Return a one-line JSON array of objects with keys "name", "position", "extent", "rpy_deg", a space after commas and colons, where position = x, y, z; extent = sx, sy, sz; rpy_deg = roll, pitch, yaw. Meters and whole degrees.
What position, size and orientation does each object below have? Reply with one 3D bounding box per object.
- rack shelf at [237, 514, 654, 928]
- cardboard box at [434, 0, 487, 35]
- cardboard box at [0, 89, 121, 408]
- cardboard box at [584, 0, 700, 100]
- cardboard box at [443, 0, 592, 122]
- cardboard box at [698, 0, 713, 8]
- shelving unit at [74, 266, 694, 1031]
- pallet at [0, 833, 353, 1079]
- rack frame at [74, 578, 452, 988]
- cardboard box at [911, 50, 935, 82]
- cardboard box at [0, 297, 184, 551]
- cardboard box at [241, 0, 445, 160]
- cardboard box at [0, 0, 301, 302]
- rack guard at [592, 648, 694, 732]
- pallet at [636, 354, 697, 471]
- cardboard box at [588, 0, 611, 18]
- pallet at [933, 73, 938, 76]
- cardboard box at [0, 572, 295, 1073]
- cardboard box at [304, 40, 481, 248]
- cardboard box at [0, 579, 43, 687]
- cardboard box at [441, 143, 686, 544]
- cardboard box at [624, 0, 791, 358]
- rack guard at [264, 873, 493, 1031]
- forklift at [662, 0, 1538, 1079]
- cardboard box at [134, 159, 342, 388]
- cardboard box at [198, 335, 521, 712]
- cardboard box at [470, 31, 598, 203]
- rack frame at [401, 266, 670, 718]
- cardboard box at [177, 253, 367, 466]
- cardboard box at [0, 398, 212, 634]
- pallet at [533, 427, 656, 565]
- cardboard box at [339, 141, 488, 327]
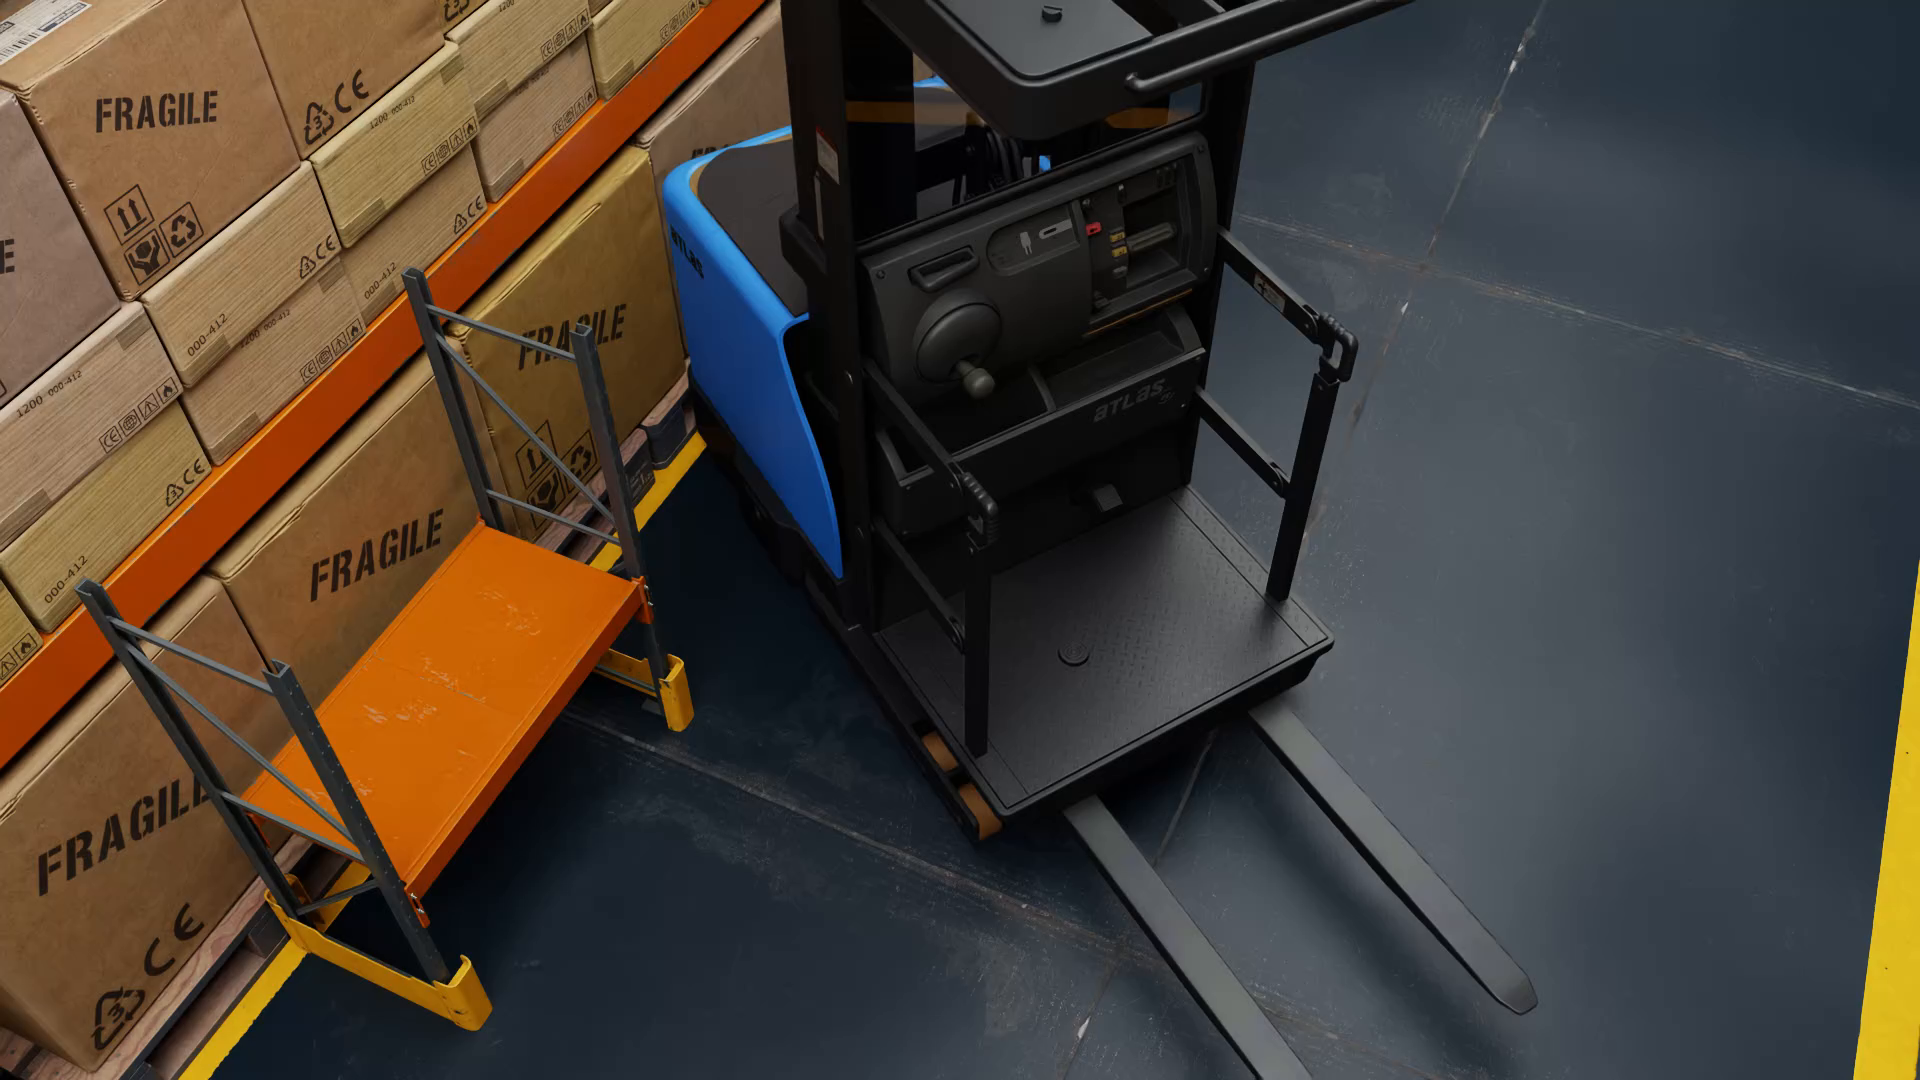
[{"name": "rack shelf", "position": [-1.260, 0.415, 4.148], "extent": [0.538, 0.185, 1.000], "rpy_deg": [20, 52, 16]}, {"name": "cardboard box", "position": [-1.318, -1.590, 3.911], "extent": [0.500, 0.500, 0.500], "rpy_deg": [21, 53, 17]}, {"name": "cardboard box", "position": [-1.979, -0.531, 3.010], "extent": [0.500, 0.500, 0.500], "rpy_deg": [20, 52, 16]}, {"name": "cardboard box", "position": [-1.088, -1.534, 4.684], "extent": [0.500, 0.250, 0.500], "rpy_deg": [19, 52, 16]}, {"name": "cardboard box", "position": [-1.296, -1.349, 4.199], "extent": [0.500, 0.250, 0.500], "rpy_deg": [21, 53, 17]}, {"name": "cardboard box", "position": [-0.869, -1.884, 4.982], "extent": [0.500, 0.250, 0.500], "rpy_deg": [19, 52, 15]}, {"name": "shelving unit", "position": [-1.256, 0.292, 4.017], "extent": [0.587, 1.500, 1.083], "rpy_deg": [20, 52, 16]}, {"name": "pallet", "position": [-2.209, 0.816, 4.417], "extent": [1.003, 0.211, 1.213], "rpy_deg": [20, 52, 16]}, {"name": "rack frame", "position": [-1.475, 0.649, 3.713], "extent": [0.500, 1.500, 0.032], "rpy_deg": [20, 52, 16]}, {"name": "cardboard box", "position": [-0.540, -2.027, 6.412], "extent": [0.875, 0.438, 0.875], "rpy_deg": [19, 52, 16]}, {"name": "cardboard box", "position": [-1.953, -0.307, 3.312], "extent": [0.500, 0.250, 0.500], "rpy_deg": [21, 53, 17]}, {"name": "cardboard box", "position": [-1.525, -1.228, 3.603], "extent": [0.500, 0.500, 0.500], "rpy_deg": [21, 53, 17]}, {"name": "cardboard box", "position": [-1.744, -0.882, 3.309], "extent": [0.500, 0.500, 0.500], "rpy_deg": [21, 53, 17]}, {"name": "rack guard", "position": [-1.046, 0.353, 4.785], "extent": [0.587, 0.250, 0.087], "rpy_deg": [20, 52, 16]}, {"name": "pallet", "position": [-1.167, -0.864, 5.847], "extent": [1.003, 0.211, 1.213], "rpy_deg": [20, 52, 16]}, {"name": "cardboard box", "position": [-1.081, -1.708, 4.504], "extent": [0.500, 0.250, 0.500], "rpy_deg": [21, 53, 17]}, {"name": "pallet", "position": [-0.510, -1.918, 6.744], "extent": [1.003, 0.211, 1.213], "rpy_deg": [20, 52, 16]}, {"name": "cardboard box", "position": [-2.244, 0.534, 3.945], "extent": [0.875, 0.875, 0.875], "rpy_deg": [19, 52, 16]}, {"name": "cardboard box", "position": [-1.500, -0.991, 3.894], "extent": [0.500, 0.250, 0.500], "rpy_deg": [21, 53, 17]}, {"name": "cardboard box", "position": [-2.178, 0.224, 3.188], "extent": [0.500, 0.250, 0.500], "rpy_deg": [19, 52, 15]}, {"name": "cardboard box", "position": [-1.477, -0.694, 4.990], "extent": [0.875, 0.875, 0.875], "rpy_deg": [21, 53, 17]}, {"name": "cardboard box", "position": [-1.098, -1.318, 5.522], "extent": [0.875, 0.875, 0.875], "rpy_deg": [21, 53, 17]}, {"name": "rack guard", "position": [-1.466, 1.041, 4.200], "extent": [0.587, 0.250, 0.087], "rpy_deg": [20, 52, 16]}, {"name": "forklift", "position": [0.325, -0.542, 3.787], "extent": [1.130, 2.935, 3.031], "rpy_deg": [-25, 54, -20]}, {"name": "cardboard box", "position": [-1.728, -0.646, 3.600], "extent": [0.500, 0.250, 0.500], "rpy_deg": [20, 52, 16]}, {"name": "cardboard box", "position": [-1.859, -0.078, 4.467], "extent": [0.875, 0.875, 0.875], "rpy_deg": [20, 53, 17]}, {"name": "cardboard box", "position": [-1.320, -1.193, 4.394], "extent": [0.500, 0.250, 0.500], "rpy_deg": [19, 52, 15]}, {"name": "rack frame", "position": [-1.046, -0.053, 4.310], "extent": [0.500, 1.500, 0.032], "rpy_deg": [20, 52, 16]}, {"name": "cardboard box", "position": [-1.745, -0.495, 3.800], "extent": [0.500, 0.250, 0.500], "rpy_deg": [21, 53, 17]}, {"name": "cardboard box", "position": [-1.974, -0.135, 3.494], "extent": [0.500, 0.250, 0.500], "rpy_deg": [18, 52, 15]}, {"name": "pallet", "position": [-1.687, -0.021, 5.129], "extent": [1.003, 0.211, 1.213], "rpy_deg": [20, 52, 16]}, {"name": "cardboard box", "position": [-1.537, -0.836, 4.090], "extent": [0.500, 0.250, 0.500], "rpy_deg": [20, 52, 16]}]
